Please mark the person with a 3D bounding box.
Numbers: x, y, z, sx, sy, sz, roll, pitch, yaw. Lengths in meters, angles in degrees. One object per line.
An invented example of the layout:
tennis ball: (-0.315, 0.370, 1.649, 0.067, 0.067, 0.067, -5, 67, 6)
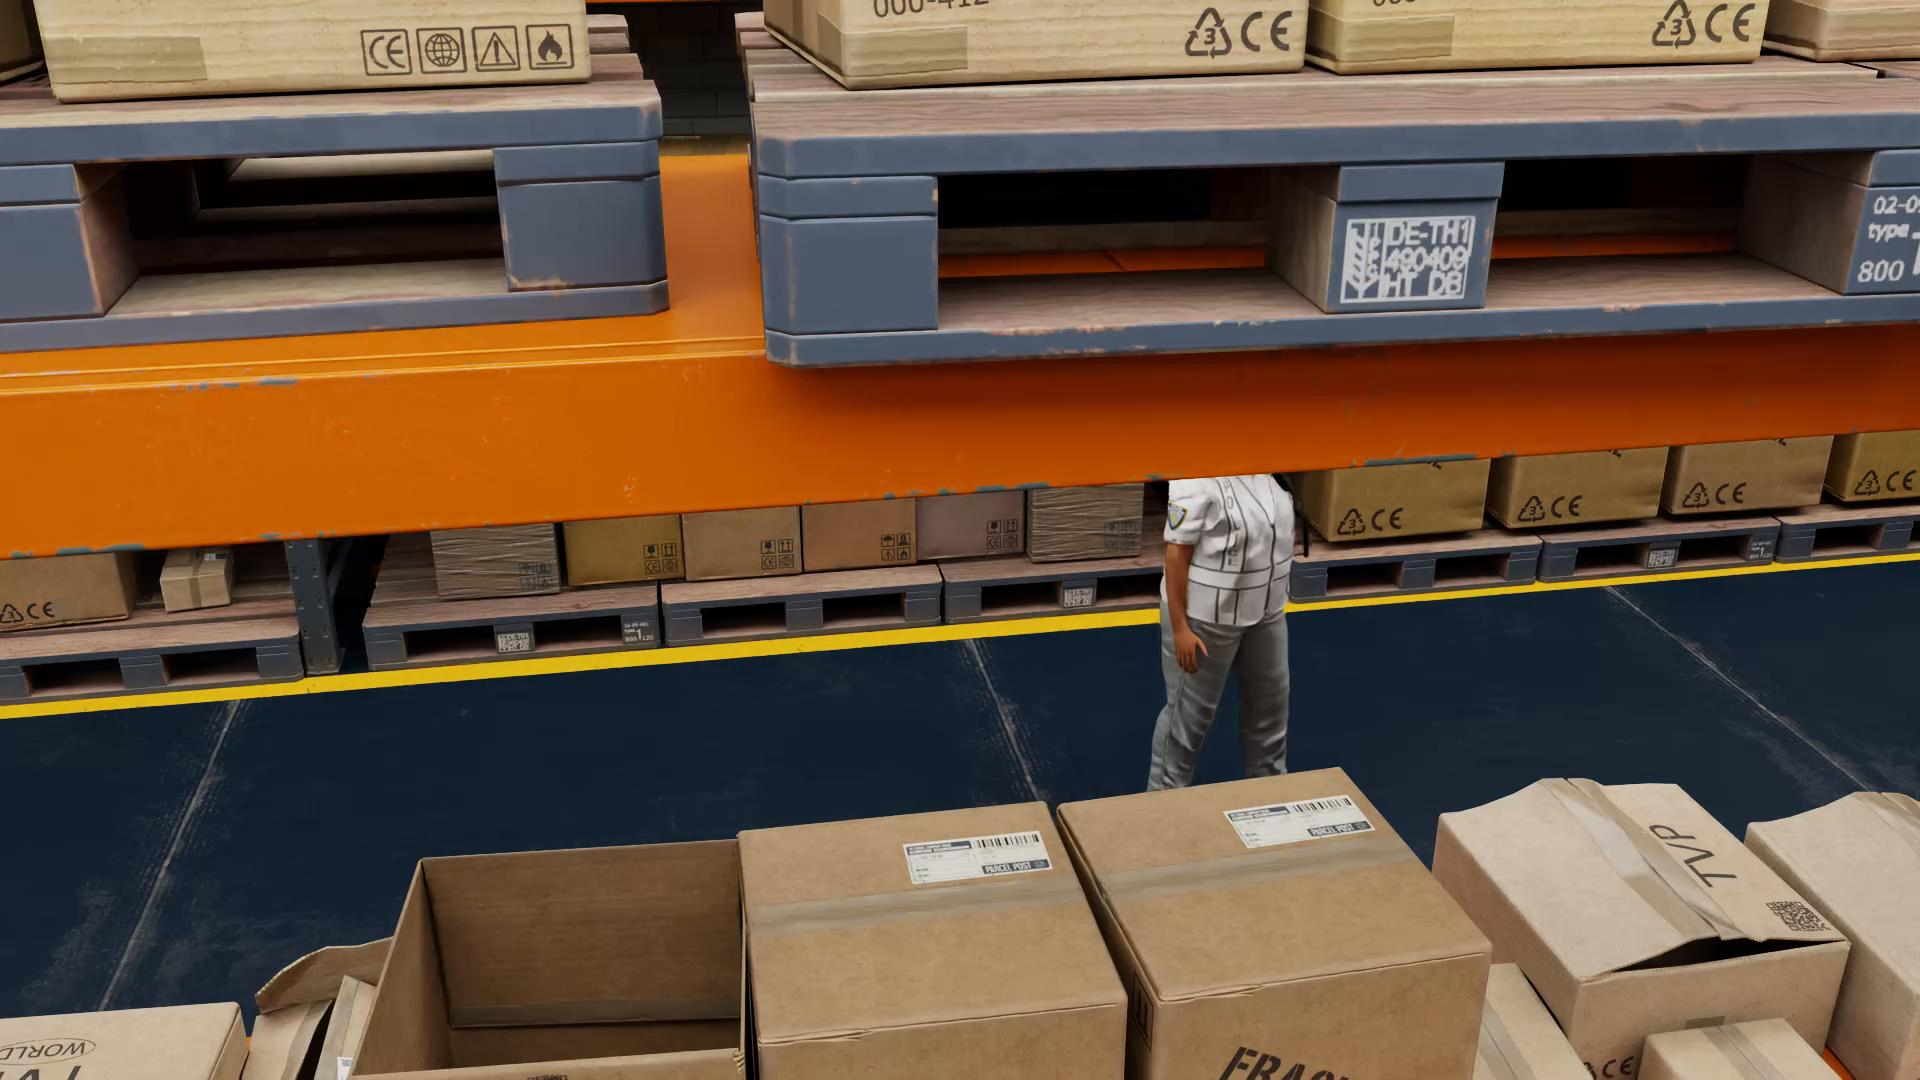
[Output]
person: (0.933, 0.258, 5.486, 0.504, 1.663, 0.538, -19, 30, -37)
